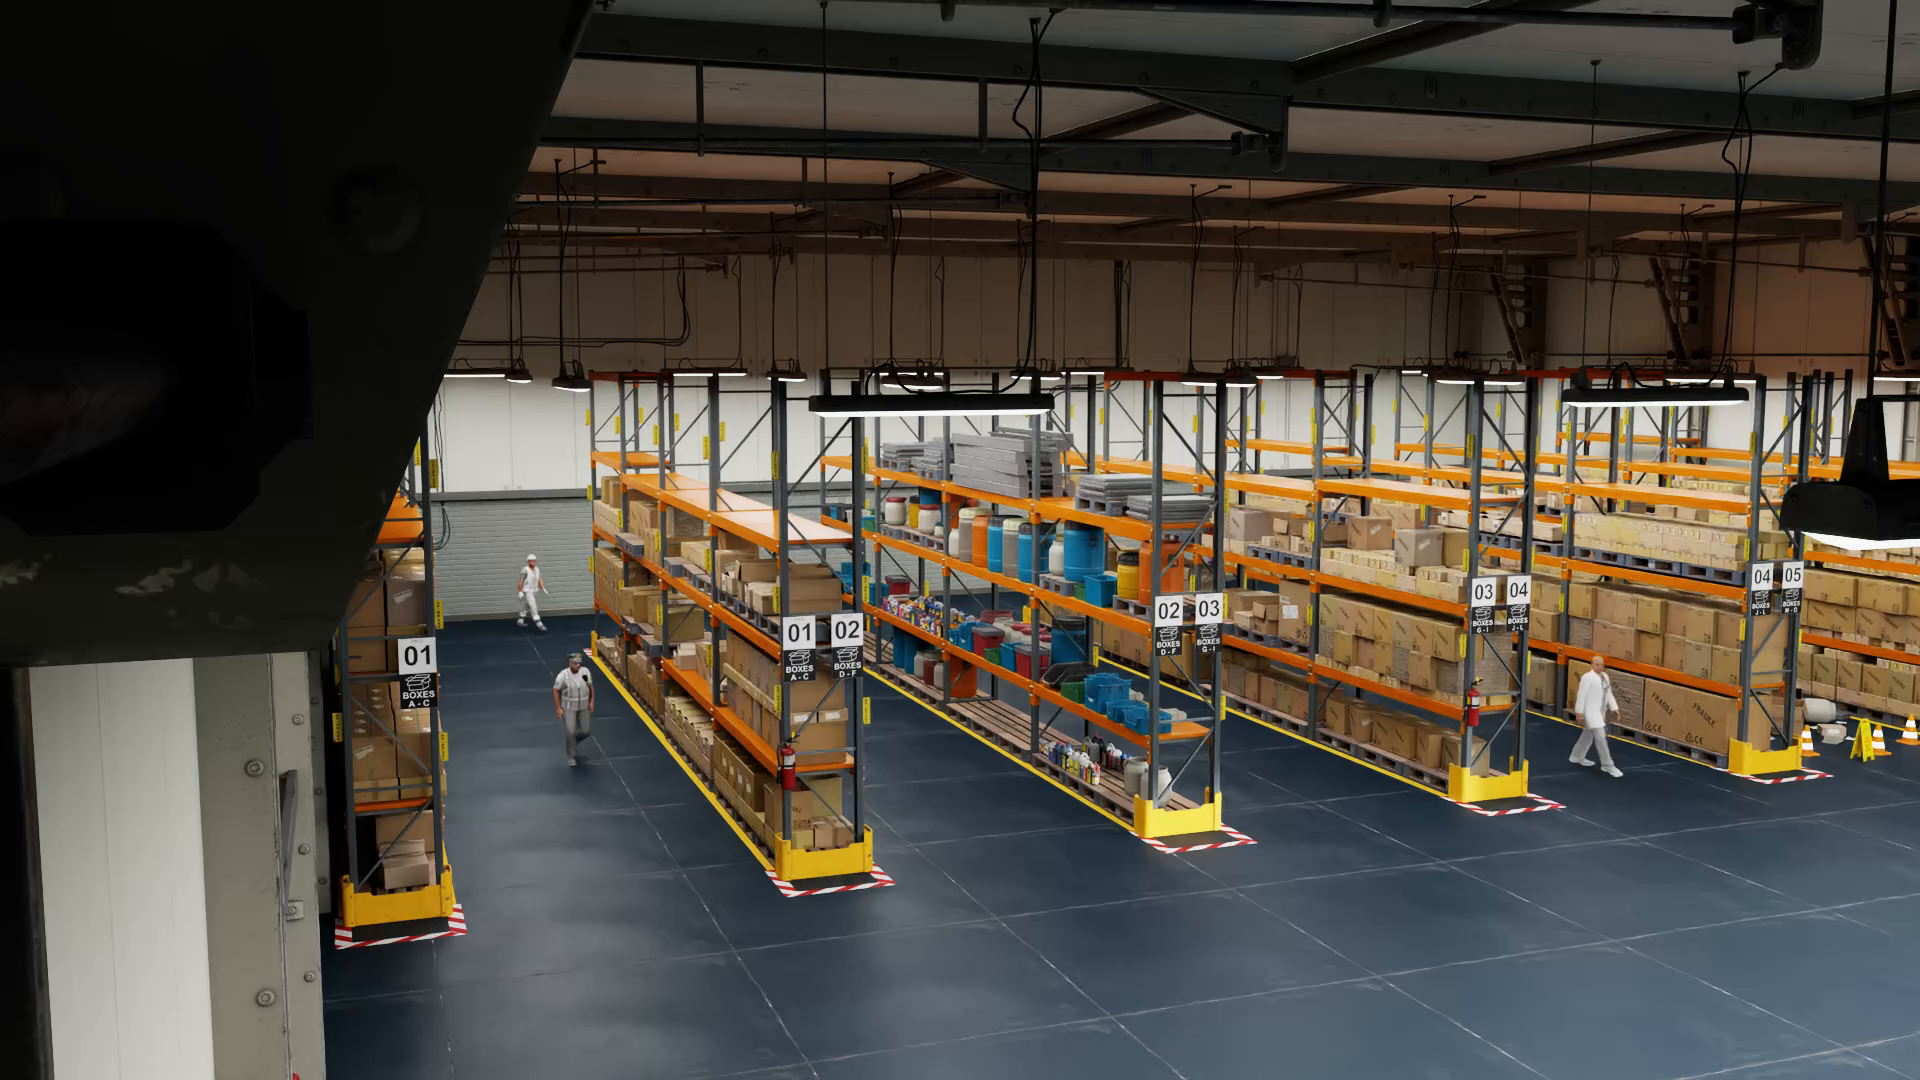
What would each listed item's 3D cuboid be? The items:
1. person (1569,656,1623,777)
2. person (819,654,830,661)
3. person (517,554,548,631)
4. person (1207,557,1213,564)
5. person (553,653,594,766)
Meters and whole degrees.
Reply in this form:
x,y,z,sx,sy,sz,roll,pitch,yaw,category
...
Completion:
x,y,z,sx,sy,sz,roll,pitch,yaw,category
9.692,2.644,25.243,0.603,1.739,0.949,-5,8,-38,person
-2.102,2.584,26.210,0.500,1.643,0.446,-1,6,-5,person
-9.811,1.178,38.146,1.106,1.704,0.558,4,7,29,person
6.780,0.584,44.295,0.463,1.585,0.438,-2,7,-15,person
-6.016,2.593,25.876,0.635,1.745,0.598,-4,8,-33,person
